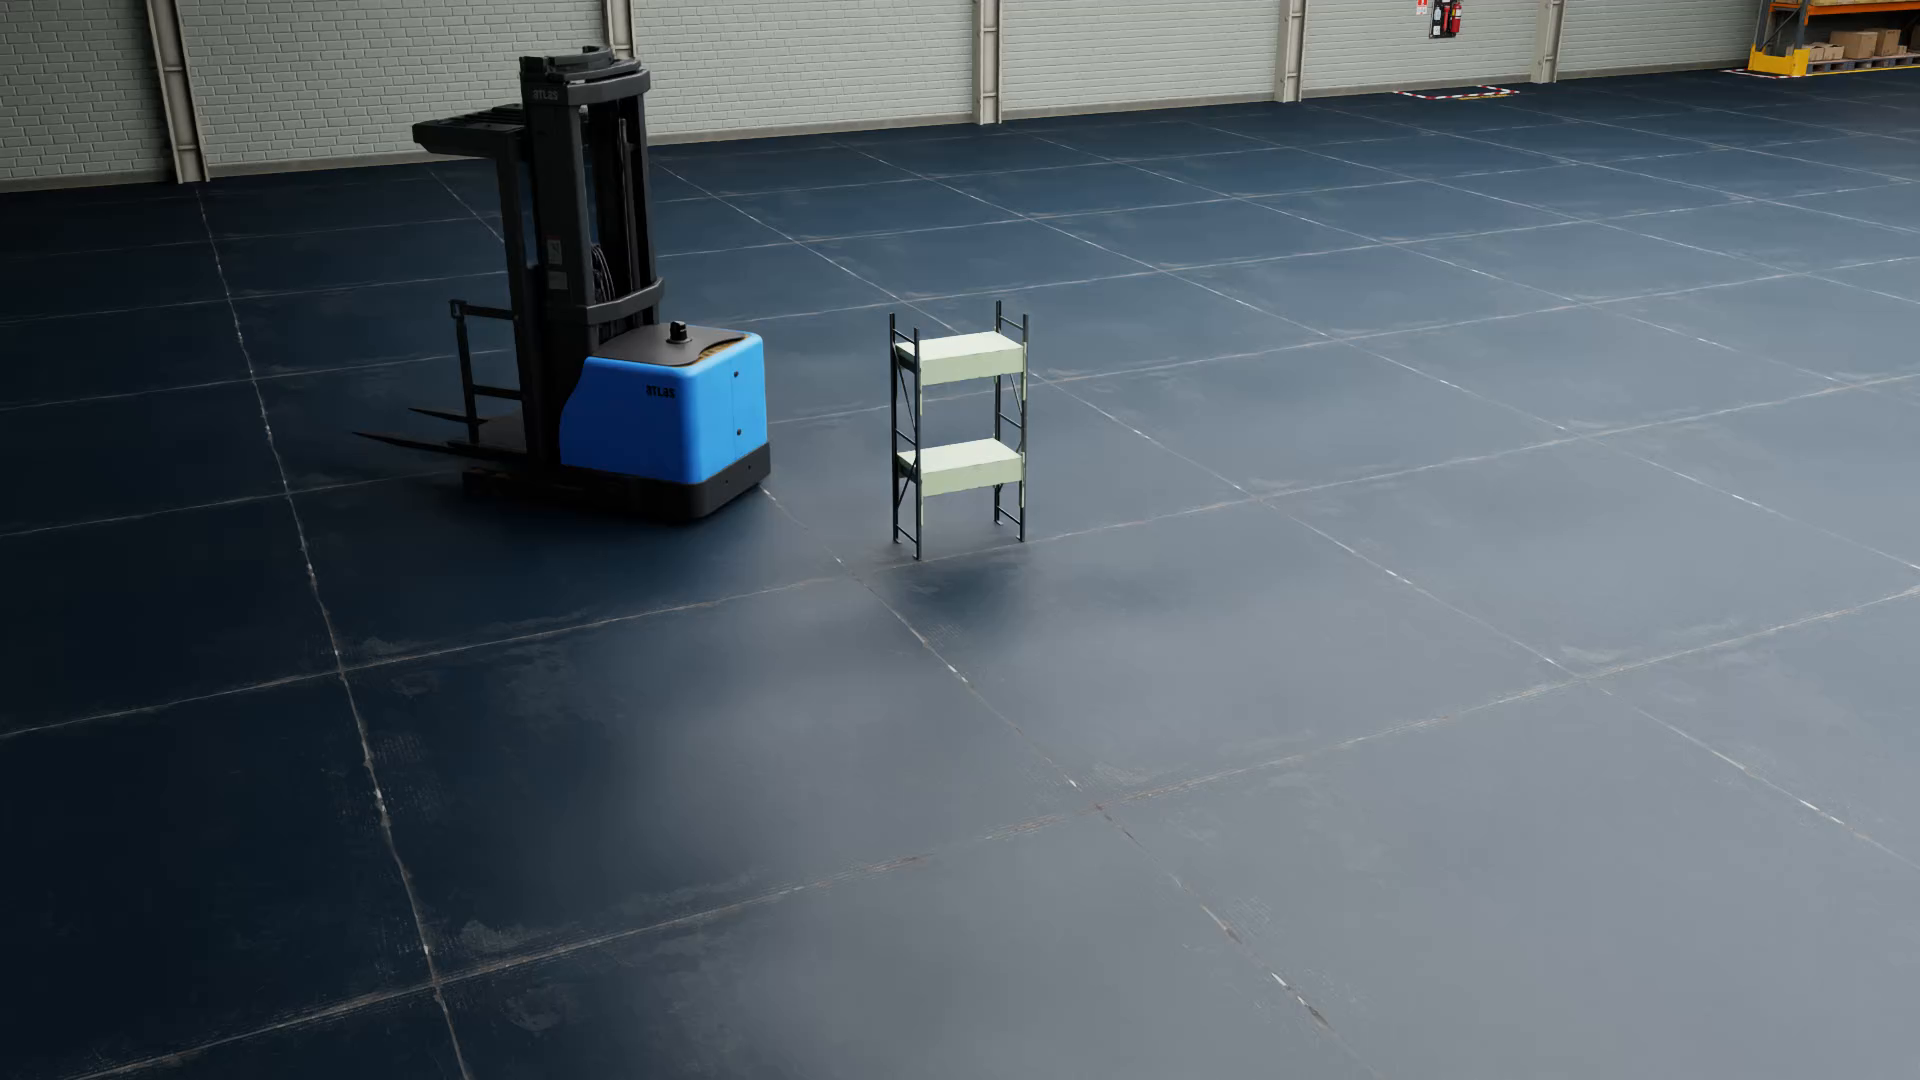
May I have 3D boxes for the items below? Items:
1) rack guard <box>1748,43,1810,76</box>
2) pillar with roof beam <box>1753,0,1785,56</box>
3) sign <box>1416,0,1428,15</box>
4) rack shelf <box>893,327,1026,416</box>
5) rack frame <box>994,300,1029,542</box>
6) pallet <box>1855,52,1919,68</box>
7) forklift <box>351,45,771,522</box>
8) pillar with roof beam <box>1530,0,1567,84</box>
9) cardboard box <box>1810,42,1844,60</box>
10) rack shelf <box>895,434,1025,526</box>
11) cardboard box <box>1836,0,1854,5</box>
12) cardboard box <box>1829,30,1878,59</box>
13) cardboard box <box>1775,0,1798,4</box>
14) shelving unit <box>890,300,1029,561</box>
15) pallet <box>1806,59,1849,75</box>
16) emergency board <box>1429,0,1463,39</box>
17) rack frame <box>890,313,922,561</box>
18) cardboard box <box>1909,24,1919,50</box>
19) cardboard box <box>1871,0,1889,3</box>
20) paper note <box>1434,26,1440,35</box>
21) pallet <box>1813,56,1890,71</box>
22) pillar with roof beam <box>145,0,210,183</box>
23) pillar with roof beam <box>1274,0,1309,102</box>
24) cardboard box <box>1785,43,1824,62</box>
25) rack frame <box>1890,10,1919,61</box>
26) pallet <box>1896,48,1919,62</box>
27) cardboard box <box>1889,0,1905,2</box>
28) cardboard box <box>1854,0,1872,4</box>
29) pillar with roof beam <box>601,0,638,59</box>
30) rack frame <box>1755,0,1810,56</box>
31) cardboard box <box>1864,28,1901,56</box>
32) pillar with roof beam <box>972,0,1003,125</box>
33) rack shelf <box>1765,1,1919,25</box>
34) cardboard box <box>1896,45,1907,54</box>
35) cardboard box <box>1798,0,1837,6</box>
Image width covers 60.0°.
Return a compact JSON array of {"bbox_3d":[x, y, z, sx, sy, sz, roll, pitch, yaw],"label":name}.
[{"bbox_3d":[16.470,-9.672,33.461,0.348,0.500,1.175,-10,25,-24],"label":"rack guard"},{"bbox_3d":[18.525,-12.516,29.222,0.400,9.000,9.100,-10,25,-24],"label":"pillar with roof beam"},{"bbox_3d":[8.465,-9.796,30.448,0.234,0.329,0.001,-10,25,-24],"label":"sign"},{"bbox_3d":[-0.006,-1.052,10.311,0.720,0.370,0.431,-10,25,-24],"label":"rack shelf"},{"bbox_3d":[0.324,-0.753,10.607,0.023,1.500,0.400,-10,25,-24],"label":"rack frame"},{"bbox_3d":[19.416,-10.065,34.790,1.213,0.211,1.003,-10,25,-24],"label":"pallet"},{"bbox_3d":[-2.896,-1.825,11.327,3.031,2.935,1.130,9,24,21],"label":"forklift"},{"bbox_3d":[13.118,-11.521,26.817,0.400,9.000,9.100,-10,25,-24],"label":"pillar with roof beam"},{"bbox_3d":[17.578,-9.953,33.813,0.500,0.311,0.500,-8,24,-19],"label":"cardboard box"},{"bbox_3d":[-0.006,-0.391,10.585,0.720,0.370,0.431,-10,25,-24],"label":"rack shelf"},{"bbox_3d":[17.441,-10.816,33.129,0.500,0.250,0.500,-11,25,-25],"label":"cardboard box"},{"bbox_3d":[18.261,-10.145,34.030,0.500,0.500,0.700,-12,25,-27],"label":"cardboard box"},{"bbox_3d":[16.739,-10.898,33.326,0.500,0.250,0.500,-10,25,-23],"label":"cardboard box"},{"bbox_3d":[-0.006,-0.692,10.460,0.755,1.500,0.431,-10,25,-24],"label":"shelving unit"},{"bbox_3d":[17.218,-9.661,33.812,1.213,0.211,1.003,-10,25,-24],"label":"pallet"},{"bbox_3d":[9.008,-9.836,30.590,0.643,1.169,0.194,-10,25,-24],"label":"emergency board"},{"bbox_3d":[-0.336,-0.631,10.314,0.023,1.500,0.400,-10,25,-24],"label":"rack frame"},{"bbox_3d":[20.662,-10.654,35.258,0.500,0.500,0.700,-10,24,-22],"label":"cardboard box"},{"bbox_3d":[18.359,-10.982,33.528,0.500,0.250,0.500,-10,25,-23],"label":"cardboard box"},{"bbox_3d":[8.818,-9.424,30.745,0.142,0.148,0.016,-10,25,-24],"label":"paper note"},{"bbox_3d":[18.316,-9.862,34.298,1.213,0.211,1.003,-10,25,-24],"label":"pallet"},{"bbox_3d":[-8.507,-7.540,17.200,0.400,9.000,9.100,-10,25,-24],"label":"pillar with roof beam"},{"bbox_3d":[7.712,-10.526,24.413,0.400,9.000,9.100,-10,25,-24],"label":"pillar with roof beam"},{"bbox_3d":[17.064,-9.859,33.585,0.500,0.311,0.500,-14,26,-30],"label":"cardboard box"},{"bbox_3d":[20.006,-11.477,34.555,0.127,3.000,1.000,-10,25,-24],"label":"rack frame"},{"bbox_3d":[20.707,-10.319,35.402,1.213,0.211,1.003,-10,25,-24],"label":"pallet"},{"bbox_3d":[18.812,-11.066,33.731,0.500,0.250,0.500,-11,25,-24],"label":"cardboard box"},{"bbox_3d":[17.903,-10.899,33.328,0.500,0.250,0.500,-11,25,-24],"label":"cardboard box"},{"bbox_3d":[-3.101,-8.535,19.604,0.400,9.000,9.100,-10,25,-24],"label":"pillar with roof beam"},{"bbox_3d":[16.402,-10.814,32.953,0.127,3.000,1.000,-10,25,-24],"label":"rack frame"},{"bbox_3d":[19.088,-10.340,34.500,0.500,0.500,0.500,-12,26,-28],"label":"cardboard box"},{"bbox_3d":[2.306,-9.531,22.009,0.400,9.000,9.100,-10,25,-24],"label":"pillar with roof beam"},{"bbox_3d":[18.204,-10.813,33.892,4.000,0.370,1.077,-10,25,-24],"label":"rack shelf"},{"bbox_3d":[19.537,-10.273,34.774,0.250,0.166,0.380,-14,26,-30],"label":"cardboard box"},{"bbox_3d":[16.979,-10.725,32.909,0.500,0.250,0.500,-11,25,-25],"label":"cardboard box"}]
